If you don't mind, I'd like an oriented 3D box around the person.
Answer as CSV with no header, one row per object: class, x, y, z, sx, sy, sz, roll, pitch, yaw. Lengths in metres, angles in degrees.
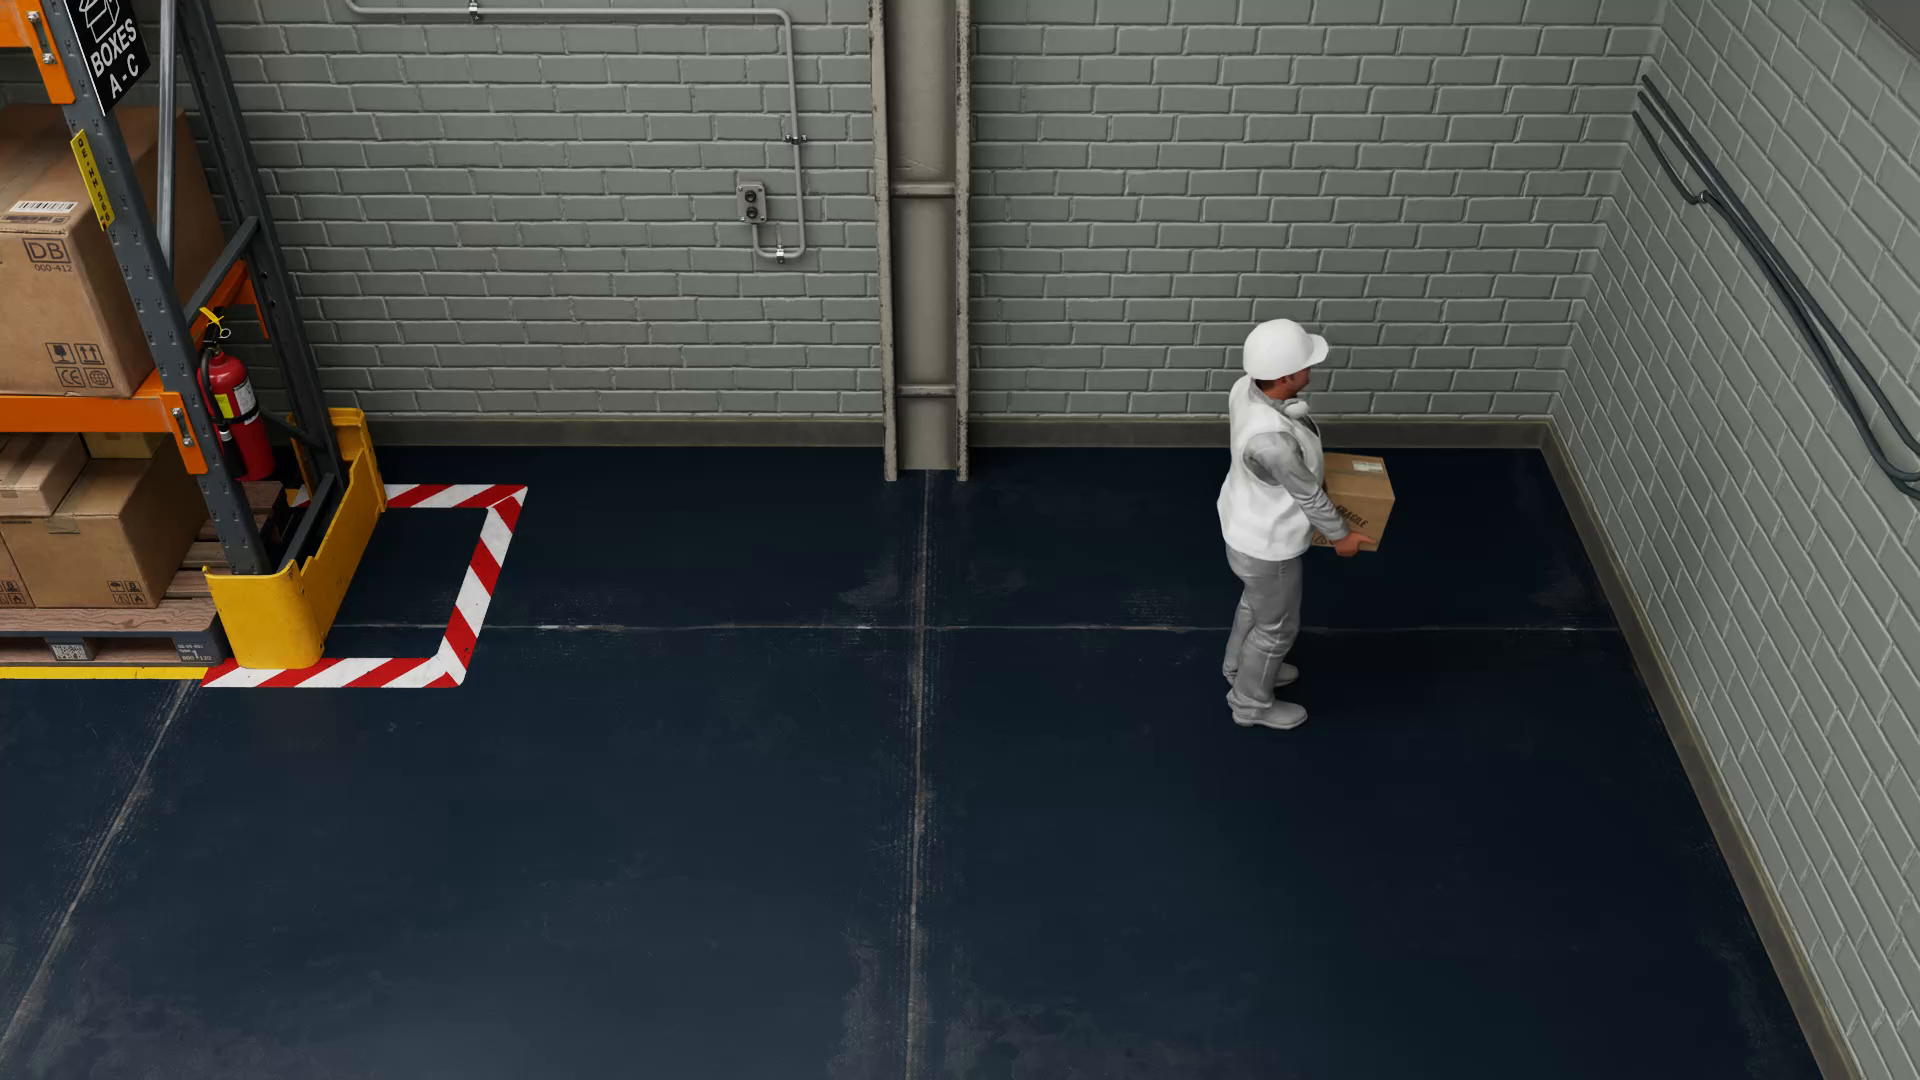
person,1.239,-0.053,6.205,0.553,1.767,0.495,1,39,1
